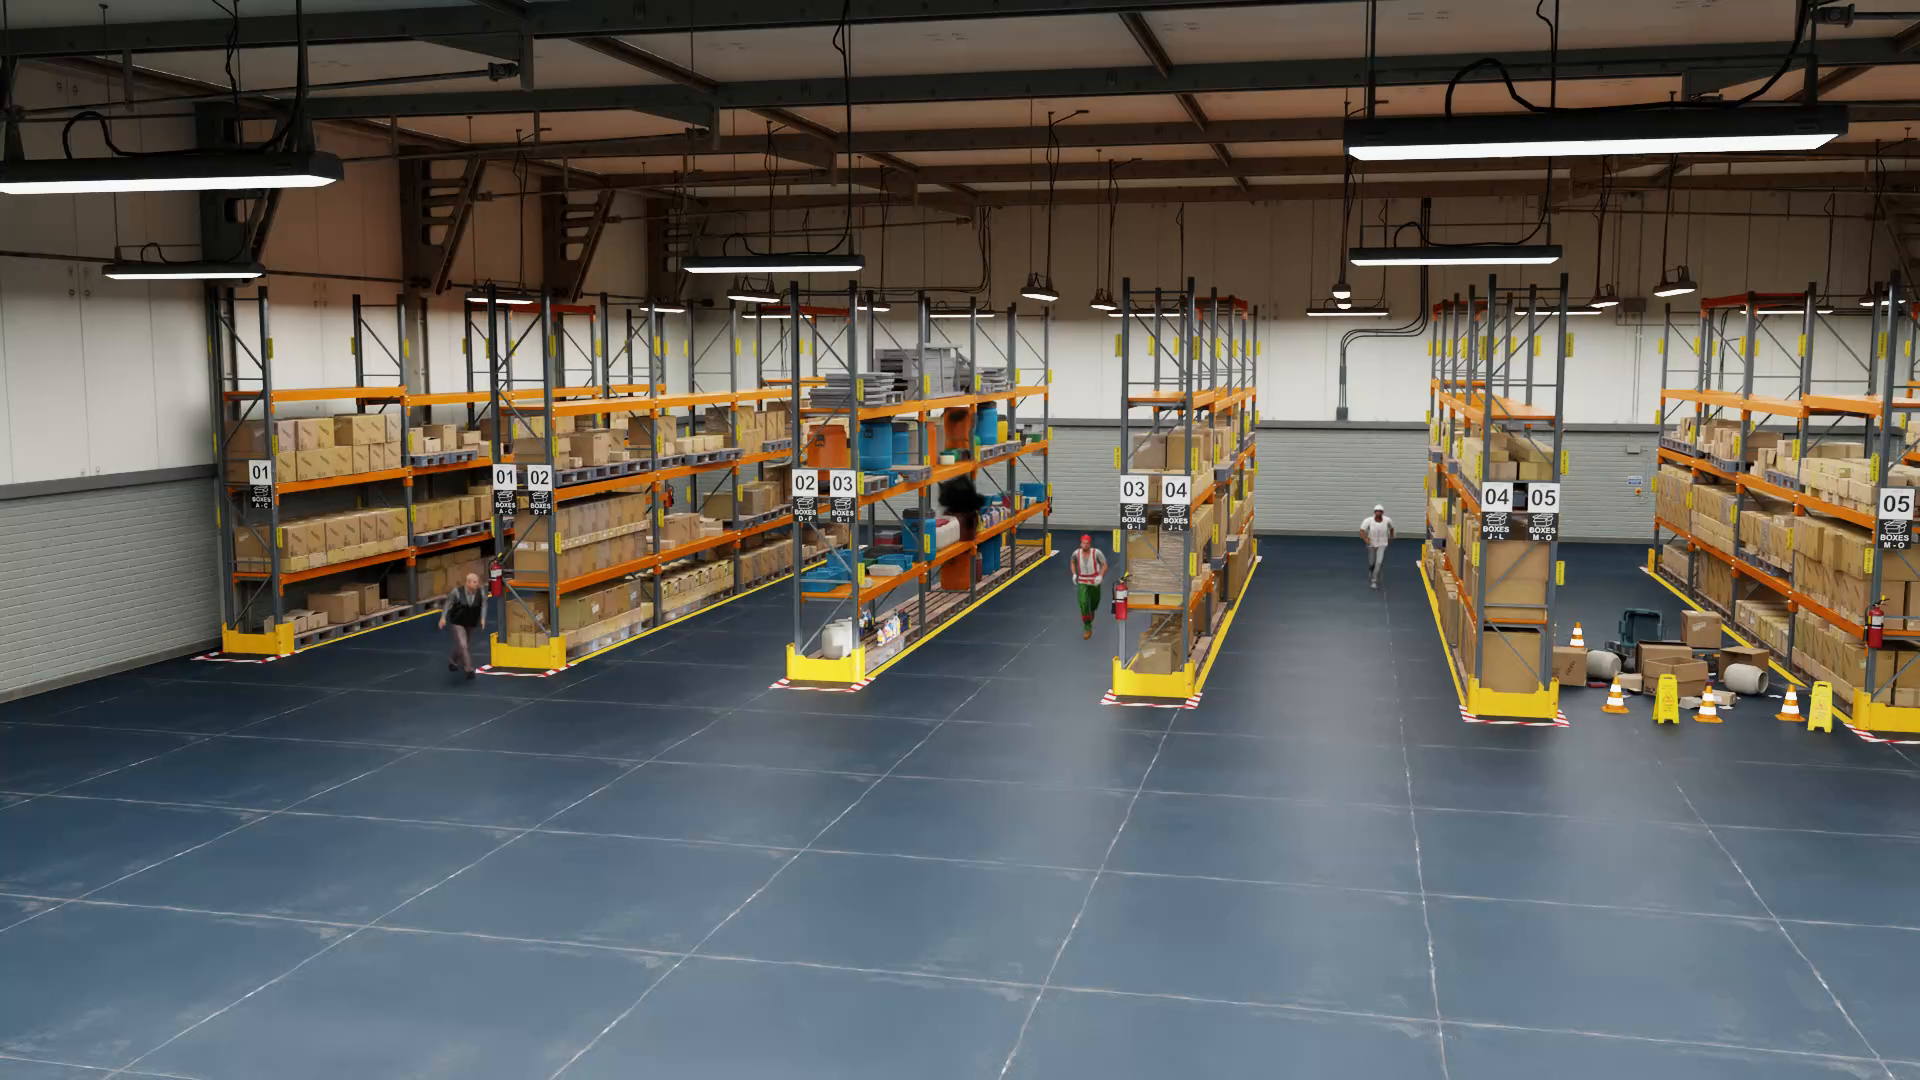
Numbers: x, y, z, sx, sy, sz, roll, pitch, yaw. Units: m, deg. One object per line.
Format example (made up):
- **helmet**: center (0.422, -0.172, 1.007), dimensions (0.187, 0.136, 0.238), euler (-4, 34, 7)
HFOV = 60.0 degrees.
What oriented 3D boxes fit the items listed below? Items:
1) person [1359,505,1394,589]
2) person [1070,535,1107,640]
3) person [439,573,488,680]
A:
- **person**: center (8.801, 0.117, 35.123), dimensions (0.727, 1.751, 0.883), euler (1, 7, 9)
- **person**: center (2.227, 0.767, 28.817), dimensions (0.659, 1.775, 1.039), euler (1, 7, 9)
- **person**: center (-7.529, 1.278, 25.241), dimensions (0.692, 1.593, 1.143), euler (-5, 9, -39)
